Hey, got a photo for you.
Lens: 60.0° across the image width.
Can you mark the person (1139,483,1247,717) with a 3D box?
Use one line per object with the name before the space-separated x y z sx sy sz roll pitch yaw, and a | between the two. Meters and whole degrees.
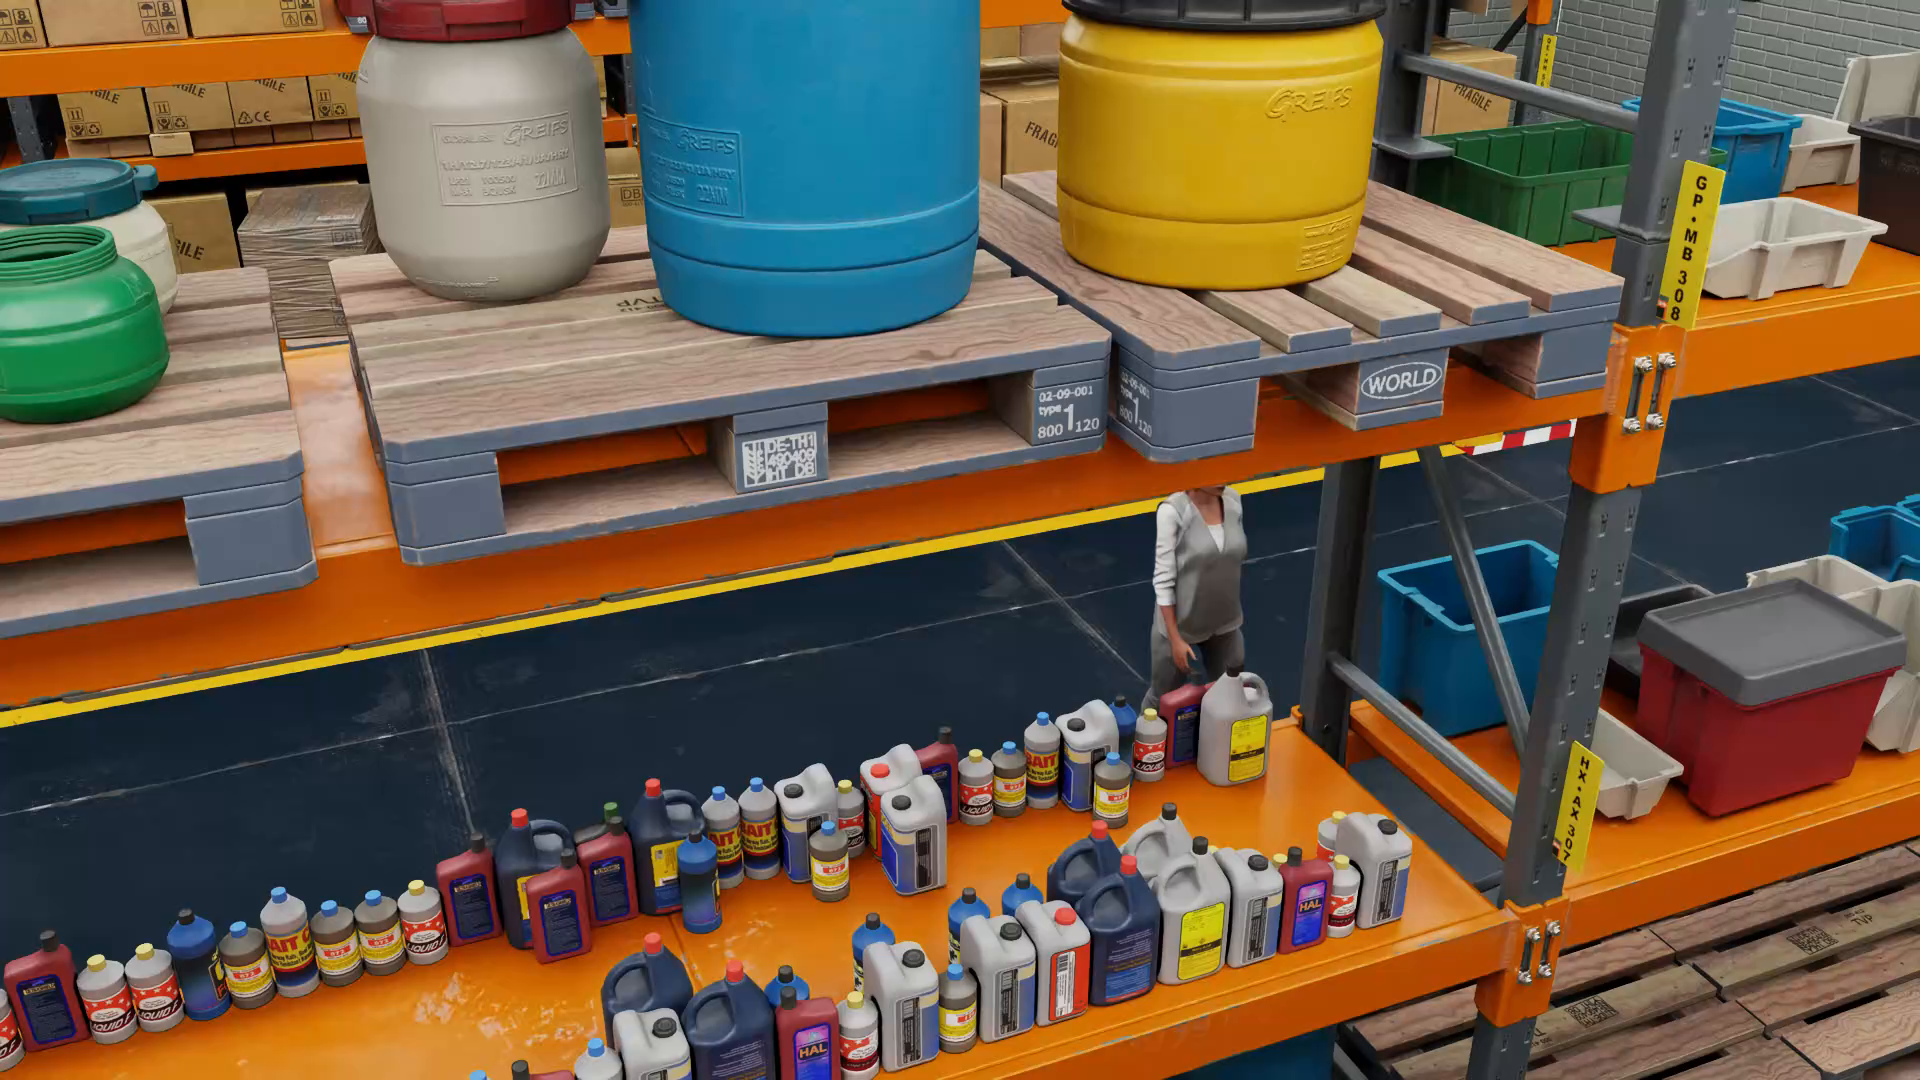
person | 0.941 0.350 6.429 0.419 1.582 0.690 -10 28 -20
